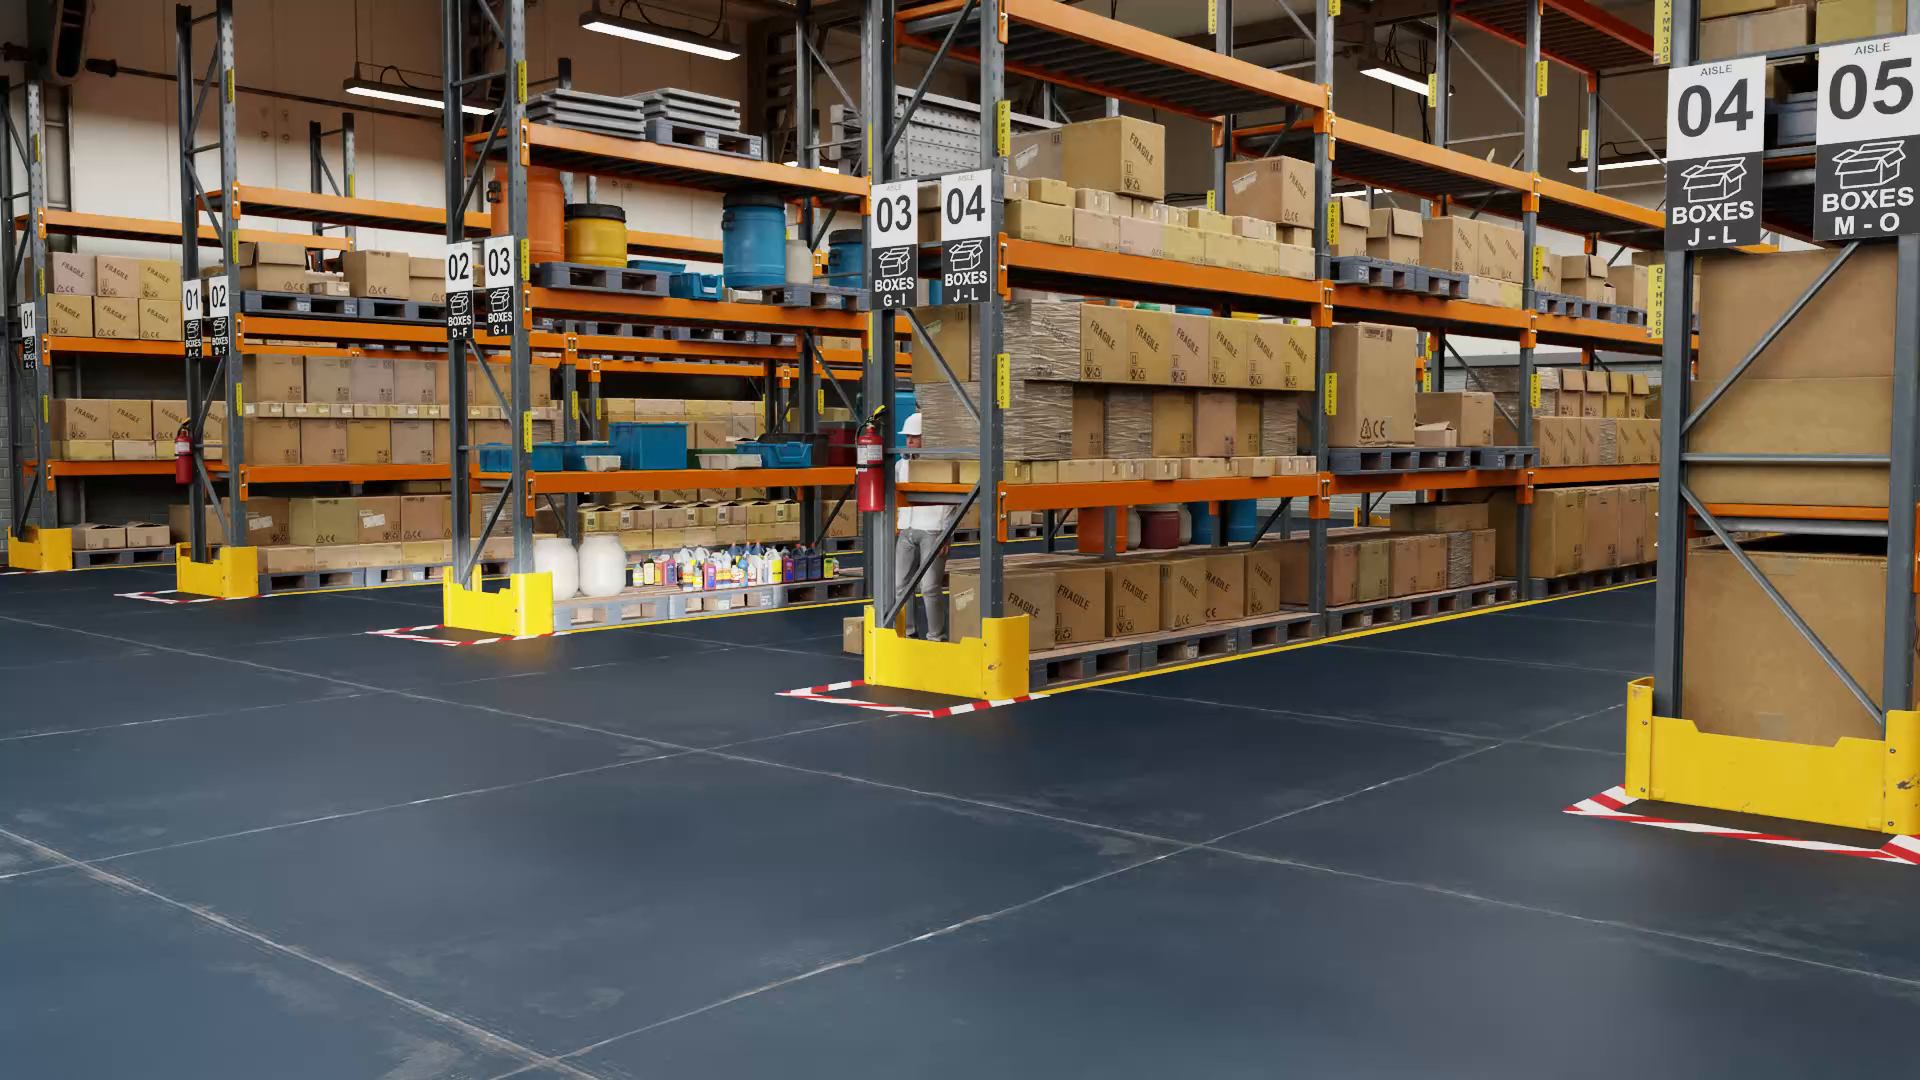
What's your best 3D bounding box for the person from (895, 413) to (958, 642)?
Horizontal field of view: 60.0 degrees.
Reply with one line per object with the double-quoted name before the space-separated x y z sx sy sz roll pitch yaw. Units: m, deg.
"person" -0.283 -0.047 12.276 0.579 1.771 0.462 3 4 38
